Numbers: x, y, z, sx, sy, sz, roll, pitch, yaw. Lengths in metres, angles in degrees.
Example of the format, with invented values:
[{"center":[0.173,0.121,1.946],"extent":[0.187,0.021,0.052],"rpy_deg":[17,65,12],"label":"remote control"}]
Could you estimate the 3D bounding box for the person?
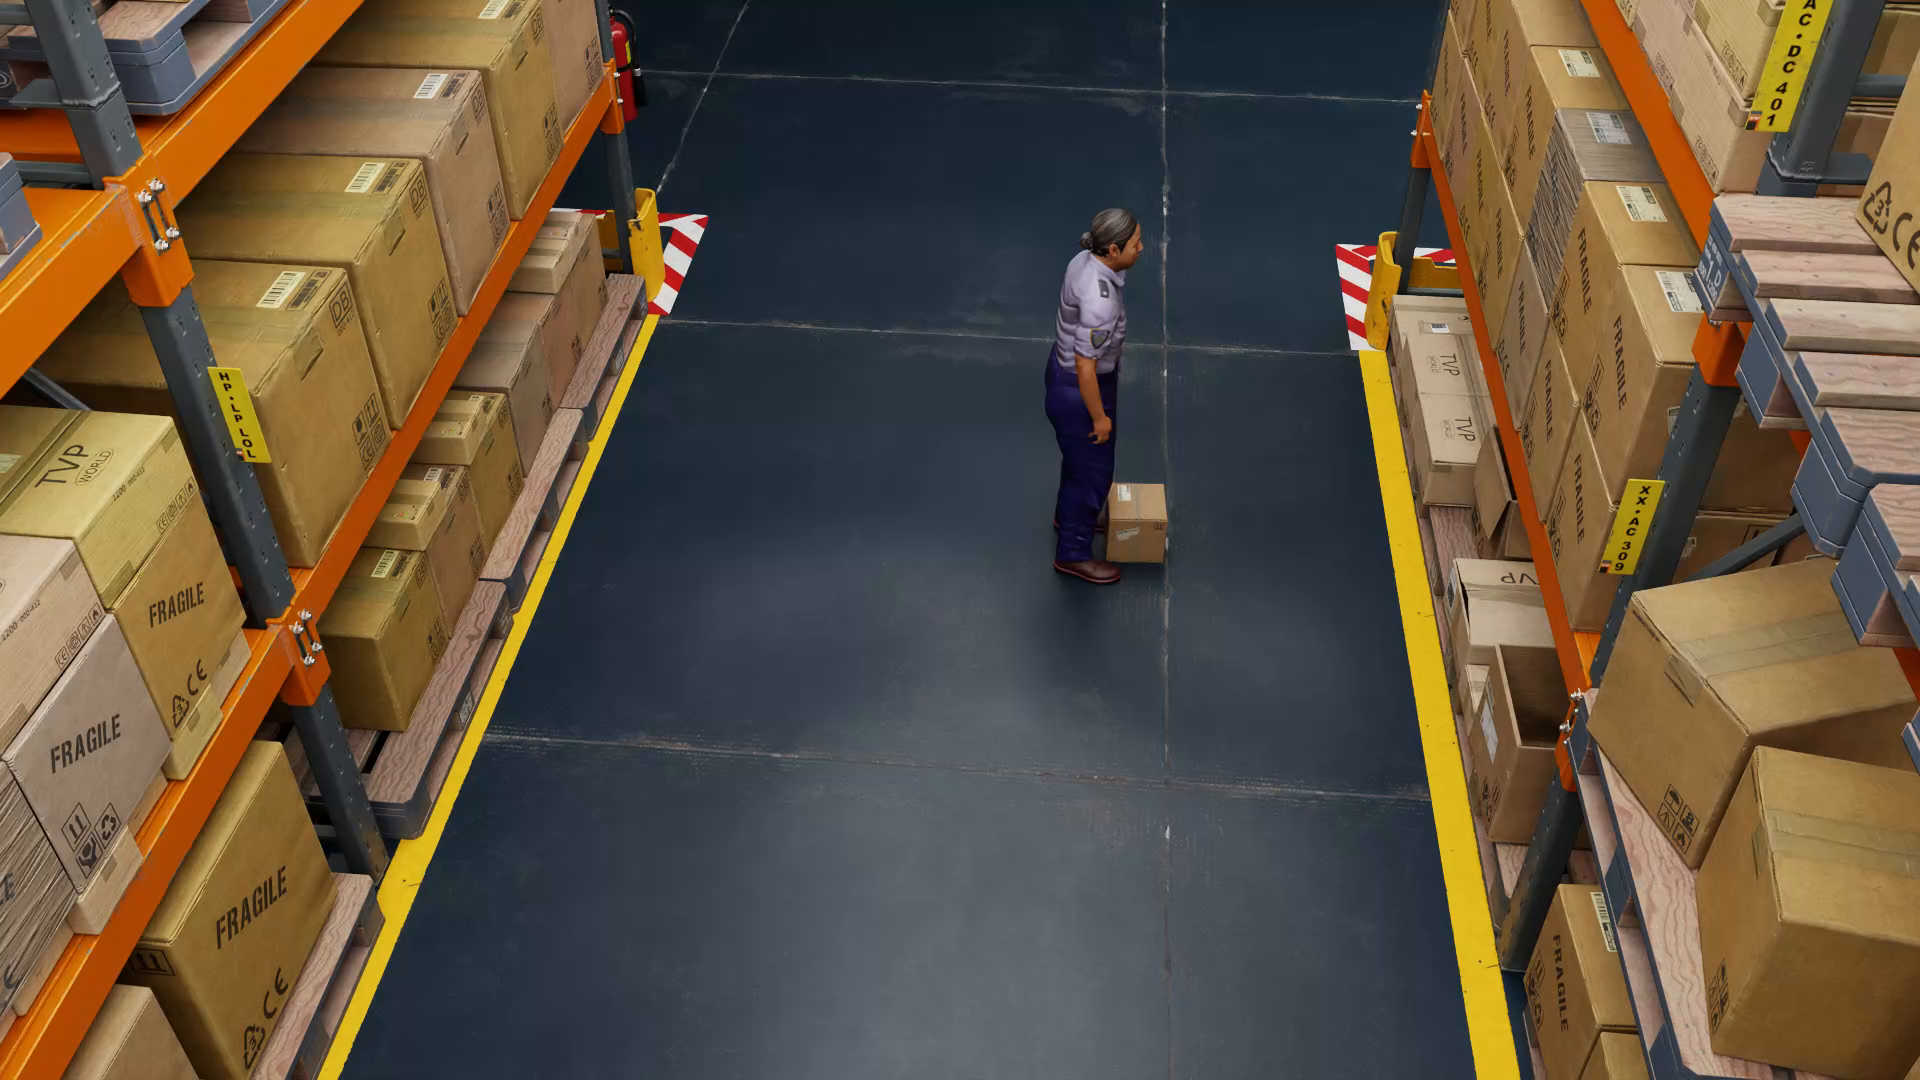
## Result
[{"center":[0.534,-0.616,6.888],"extent":[0.367,1.651,0.564],"rpy_deg":[1,40,1],"label":"person"}]
